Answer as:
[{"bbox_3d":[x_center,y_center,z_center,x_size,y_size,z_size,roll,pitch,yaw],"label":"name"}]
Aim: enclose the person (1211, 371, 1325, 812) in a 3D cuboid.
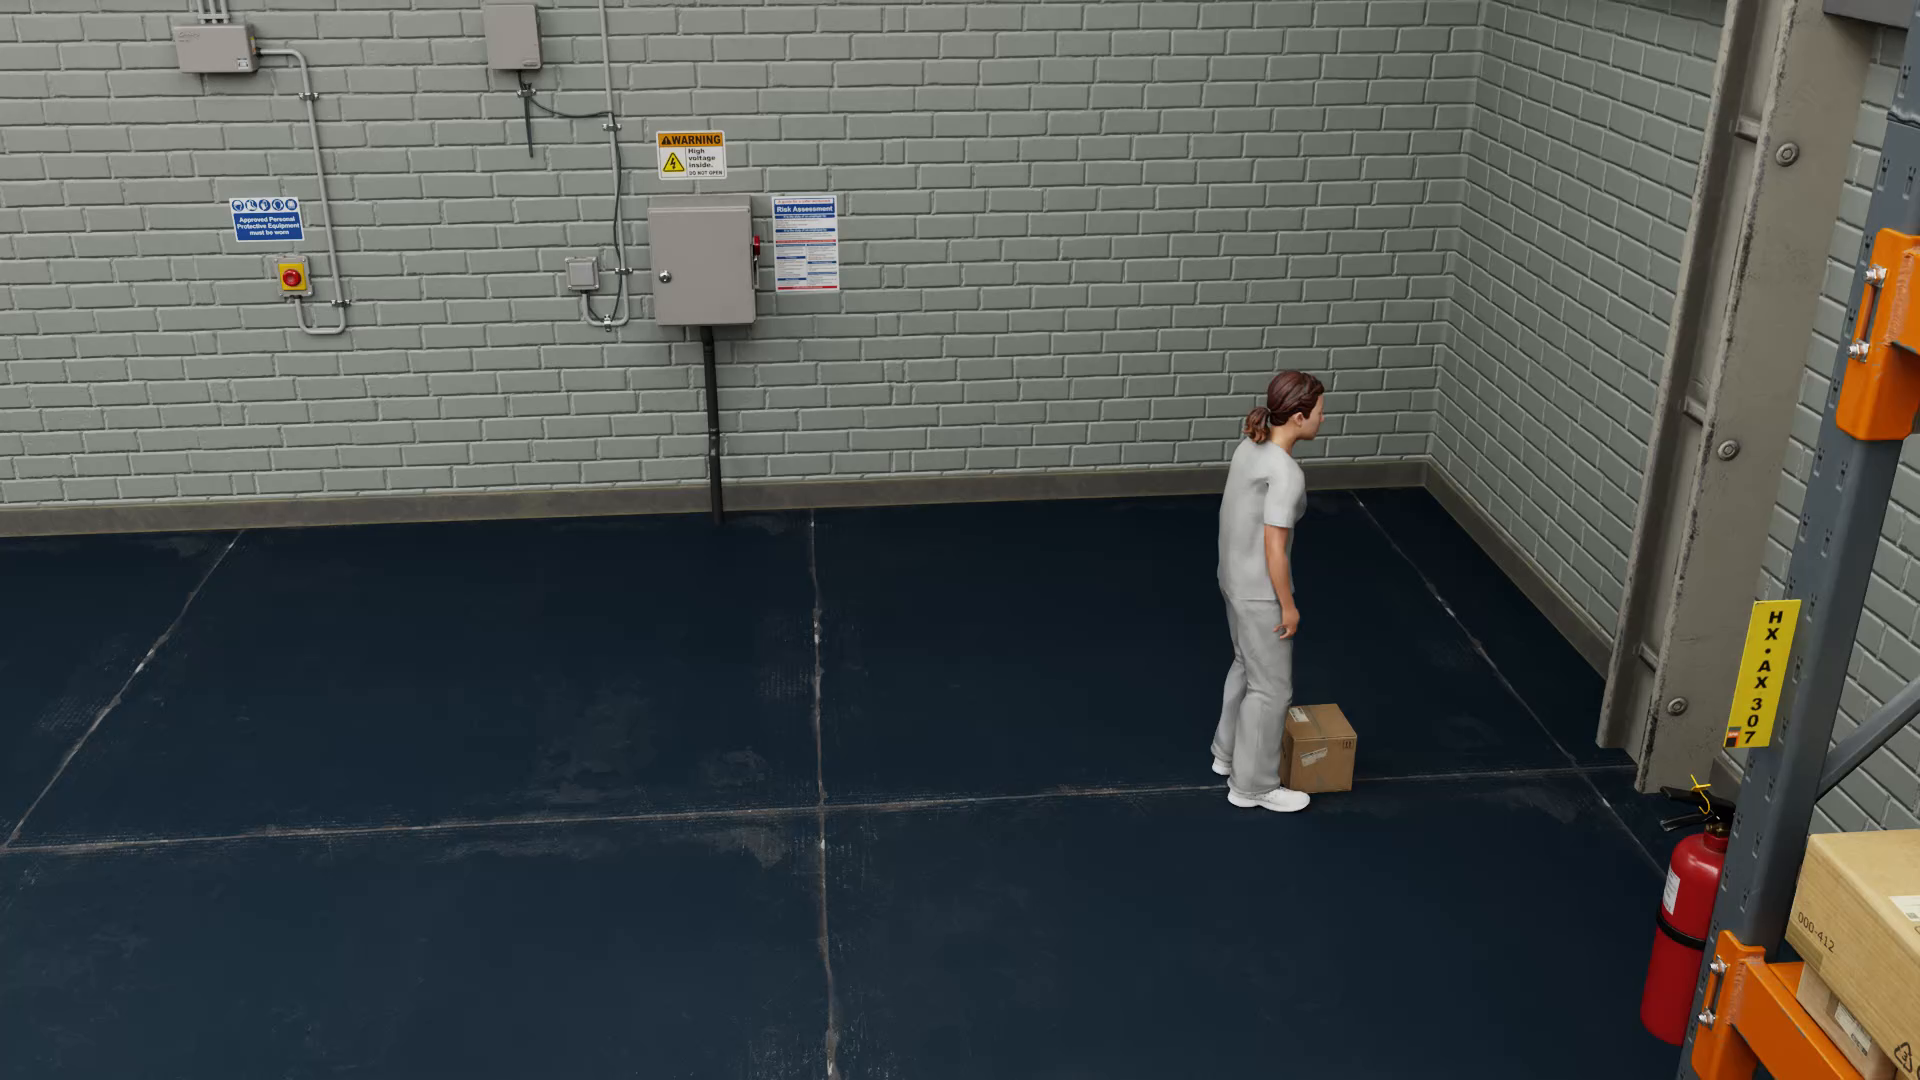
[{"bbox_3d":[1.138,0.180,6.194,0.352,1.673,0.495,-3,24,-6],"label":"person"}]
